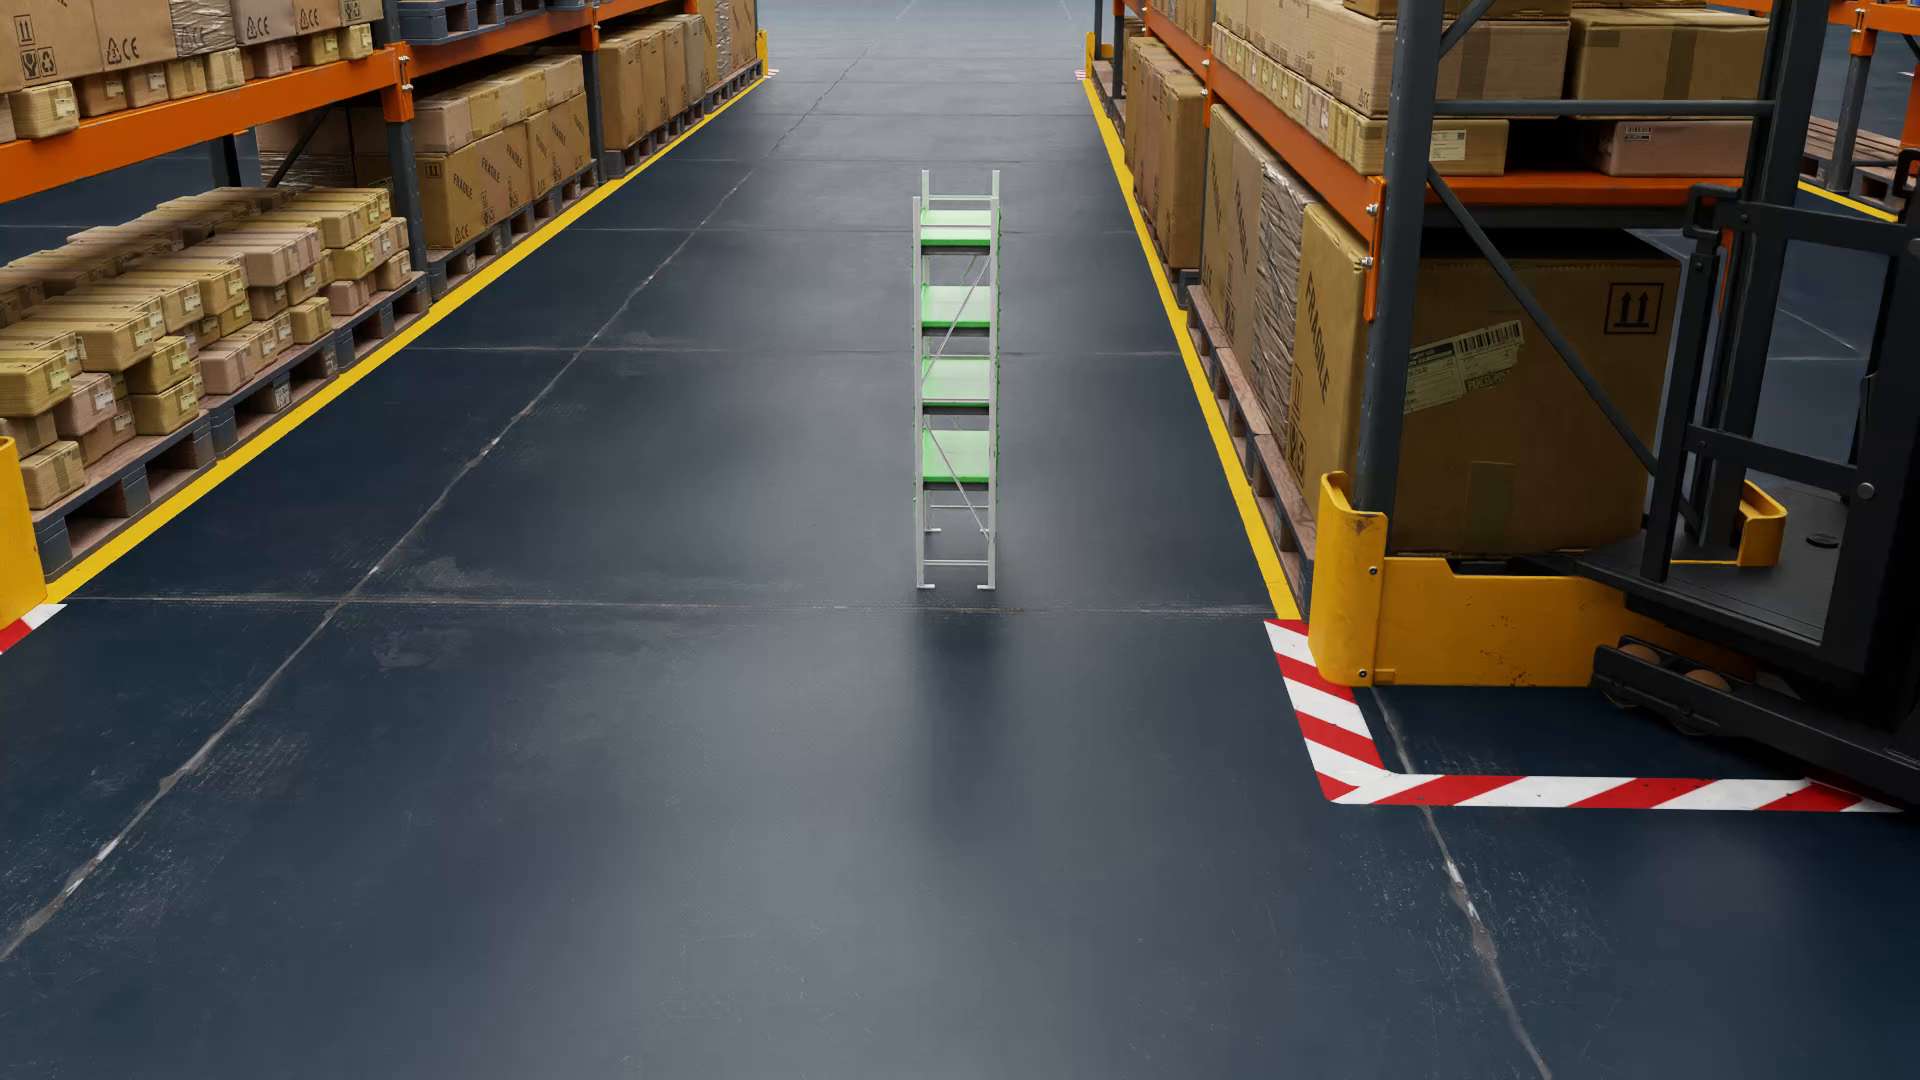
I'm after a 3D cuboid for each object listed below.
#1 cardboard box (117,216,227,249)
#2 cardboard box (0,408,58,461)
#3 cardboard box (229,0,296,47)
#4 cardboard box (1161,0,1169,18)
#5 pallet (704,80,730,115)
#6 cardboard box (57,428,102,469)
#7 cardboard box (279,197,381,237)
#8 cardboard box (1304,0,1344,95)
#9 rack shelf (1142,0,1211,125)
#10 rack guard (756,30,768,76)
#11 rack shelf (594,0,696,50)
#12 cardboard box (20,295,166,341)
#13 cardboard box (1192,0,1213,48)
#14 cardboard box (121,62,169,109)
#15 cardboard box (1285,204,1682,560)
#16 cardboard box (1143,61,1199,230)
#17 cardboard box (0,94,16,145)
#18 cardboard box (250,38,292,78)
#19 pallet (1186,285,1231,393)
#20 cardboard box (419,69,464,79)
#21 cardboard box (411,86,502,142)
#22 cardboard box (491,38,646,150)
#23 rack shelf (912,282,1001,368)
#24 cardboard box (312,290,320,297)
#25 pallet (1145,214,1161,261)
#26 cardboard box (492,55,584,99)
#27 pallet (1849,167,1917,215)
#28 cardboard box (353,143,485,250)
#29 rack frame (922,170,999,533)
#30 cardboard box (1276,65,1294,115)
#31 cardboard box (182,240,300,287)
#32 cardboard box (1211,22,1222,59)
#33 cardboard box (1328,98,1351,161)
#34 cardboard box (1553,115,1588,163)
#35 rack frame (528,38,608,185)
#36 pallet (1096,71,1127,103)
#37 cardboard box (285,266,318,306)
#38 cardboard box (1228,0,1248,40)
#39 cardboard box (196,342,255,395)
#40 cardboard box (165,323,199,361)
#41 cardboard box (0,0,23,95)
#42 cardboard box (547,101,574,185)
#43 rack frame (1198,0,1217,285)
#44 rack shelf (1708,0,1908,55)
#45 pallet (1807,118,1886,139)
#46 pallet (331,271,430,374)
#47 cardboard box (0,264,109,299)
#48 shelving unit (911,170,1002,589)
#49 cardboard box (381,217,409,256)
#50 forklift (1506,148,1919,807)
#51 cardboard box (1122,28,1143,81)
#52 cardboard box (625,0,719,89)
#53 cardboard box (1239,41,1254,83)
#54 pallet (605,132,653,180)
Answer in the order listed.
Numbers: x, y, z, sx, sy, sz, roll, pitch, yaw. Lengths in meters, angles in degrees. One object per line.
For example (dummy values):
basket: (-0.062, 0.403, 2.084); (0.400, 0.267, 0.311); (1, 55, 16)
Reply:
cardboard box: (-3.482, -1.340, 7.373); (0.380, 0.149, 0.250); (0, 21, 0)
cardboard box: (-3.102, -0.349, 5.231); (0.380, 0.149, 0.250); (2, 21, 4)
cardboard box: (-3.019, -2.243, 6.614); (0.500, 0.500, 0.500); (1, 21, 1)
cardboard box: (1.511, -3.461, 10.163); (0.500, 0.500, 0.500); (0, 21, 1)
pallet: (-2.908, -4.470, 16.757); (1.003, 0.211, 1.213); (1, 21, 2)
cardboard box: (-3.113, -0.305, 5.529); (0.380, 0.149, 0.250); (1, 21, 1)
cardboard box: (-2.972, -1.523, 7.846); (0.380, 0.149, 0.250); (1, 21, 2)
cardboard box: (1.346, -1.496, 5.035); (0.500, 0.250, 0.500); (0, 21, 1)
rack shelf: (1.762, -2.900, 9.851); (1.077, 0.370, 4.000); (1, 21, 2)
rack guard: (-2.887, -5.785, 19.748); (1.175, 0.500, 0.348); (1, 21, 2)
rack shelf: (-3.070, -4.437, 13.813); (1.077, 0.370, 4.000); (1, 21, 2)
cardboard box: (-3.070, -0.768, 5.900); (0.380, 0.149, 0.250); (0, 21, -1)
cardboard box: (1.443, -2.731, 8.282); (0.500, 0.500, 0.500); (1, 21, 2)
cardboard box: (-3.070, -1.625, 5.916); (0.380, 0.149, 0.250); (0, 21, 1)
cardboard box: (1.519, -0.503, 5.037); (0.875, 0.875, 0.875); (1, 21, 2)
cardboard box: (1.727, -2.272, 9.595); (1.225, 0.875, 0.875); (0, 21, 0)
cardboard box: (-3.071, -1.246, 4.941); (0.380, 0.149, 0.250); (1, 21, 4)
cardboard box: (-3.005, -1.999, 6.880); (0.380, 0.149, 0.250); (0, 21, -1)
pallet: (1.600, -0.938, 7.655); (1.003, 0.211, 1.213); (1, 21, 2)
cardboard box: (-3.438, -2.821, 10.491); (0.500, 0.250, 0.500); (1, 21, 2)
cardboard box: (-2.953, -2.440, 9.510); (0.500, 0.250, 0.500); (1, 21, 3)
cardboard box: (-3.023, -3.416, 12.715); (1.050, 0.750, 0.750); (0, 21, 1)
rack shelf: (-0.005, -0.664, 5.094); (0.258, 0.148, 0.480); (1, 21, 2)
cardboard box: (-3.089, -1.041, 7.427); (0.380, 0.149, 0.250); (0, 21, 0)
pallet: (1.684, -1.934, 10.222); (1.003, 0.211, 1.213); (1, 21, 2)
cardboard box: (-2.890, -3.179, 11.415); (0.500, 0.250, 0.500); (0, 21, 0)
pallet: (6.792, -2.318, 11.212); (1.003, 0.211, 1.213); (1, 21, 2)
cardboard box: (-2.965, -1.898, 9.149); (0.500, 0.500, 0.500); (1, 21, 4)
rack frame: (0.002, -0.588, 5.385); (0.240, 1.200, 0.015); (1, 21, 2)
cardboard box: (1.299, -1.544, 5.710); (0.380, 0.149, 0.250); (1, 21, 2)
cardboard box: (-2.970, -1.144, 6.867); (0.380, 0.149, 0.250); (0, 21, 0)
cardboard box: (1.360, -2.292, 7.636); (0.380, 0.149, 0.250); (1, 21, 2)
cardboard box: (1.268, -1.175, 4.758); (0.380, 0.149, 0.250); (1, 21, 2)
cardboard box: (1.927, -1.166, 4.736); (0.380, 0.149, 0.250); (0, 21, 1)
rack frame: (-3.131, -4.050, 11.819); (1.000, 3.000, 0.127); (1, 21, 2)
pallet: (1.964, -4.790, 17.583); (1.003, 0.211, 1.213); (1, 21, 2)
cardboard box: (-3.025, -1.114, 7.203); (0.380, 0.149, 0.250); (1, 21, 3)
cardboard box: (1.405, -2.234, 6.937); (0.500, 0.250, 0.500); (1, 21, 1)
cardboard box: (-2.988, -0.669, 6.466); (0.380, 0.149, 0.250); (0, 21, -1)
cardboard box: (-3.089, -0.725, 6.201); (0.380, 0.149, 0.250); (0, 21, -1)
cardboard box: (-3.085, -1.502, 4.703); (0.500, 0.500, 0.500); (2, 21, 4)
cardboard box: (-2.910, -2.652, 11.091); (0.500, 0.500, 0.500); (1, 21, 4)
rack frame: (1.702, -2.512, 7.857); (1.000, 3.000, 0.127); (1, 21, 2)
rack shelf: (6.835, -4.292, 13.438); (1.077, 0.370, 4.000); (1, 21, 2)
pallet: (6.876, -3.324, 13.803); (1.003, 0.211, 1.213); (1, 21, 2)
pallet: (-3.238, -1.060, 7.969); (1.003, 0.211, 1.213); (1, 21, 2)
cardboard box: (-3.523, -0.965, 6.408); (0.380, 0.149, 0.250); (0, 21, 0)
shelving unit: (-0.005, -0.500, 5.158); (0.258, 1.200, 0.503); (1, 21, 2)
cardboard box: (-2.945, -1.491, 8.175); (0.380, 0.149, 0.250); (1, 21, 3)
forklift: (2.339, -0.957, 3.945); (1.130, 2.935, 3.031); (-15, 26, -33)
cardboard box: (1.947, -5.012, 17.174); (0.500, 0.500, 0.500); (-1, 21, -3)
cardboard box: (-2.921, -4.928, 16.439); (0.875, 0.875, 0.875); (1, 21, 2)
cardboard box: (1.331, -1.914, 6.662); (0.380, 0.149, 0.250); (0, 21, 1)
pallet: (-3.032, -3.034, 13.056); (1.003, 0.211, 1.213); (1, 21, 2)
